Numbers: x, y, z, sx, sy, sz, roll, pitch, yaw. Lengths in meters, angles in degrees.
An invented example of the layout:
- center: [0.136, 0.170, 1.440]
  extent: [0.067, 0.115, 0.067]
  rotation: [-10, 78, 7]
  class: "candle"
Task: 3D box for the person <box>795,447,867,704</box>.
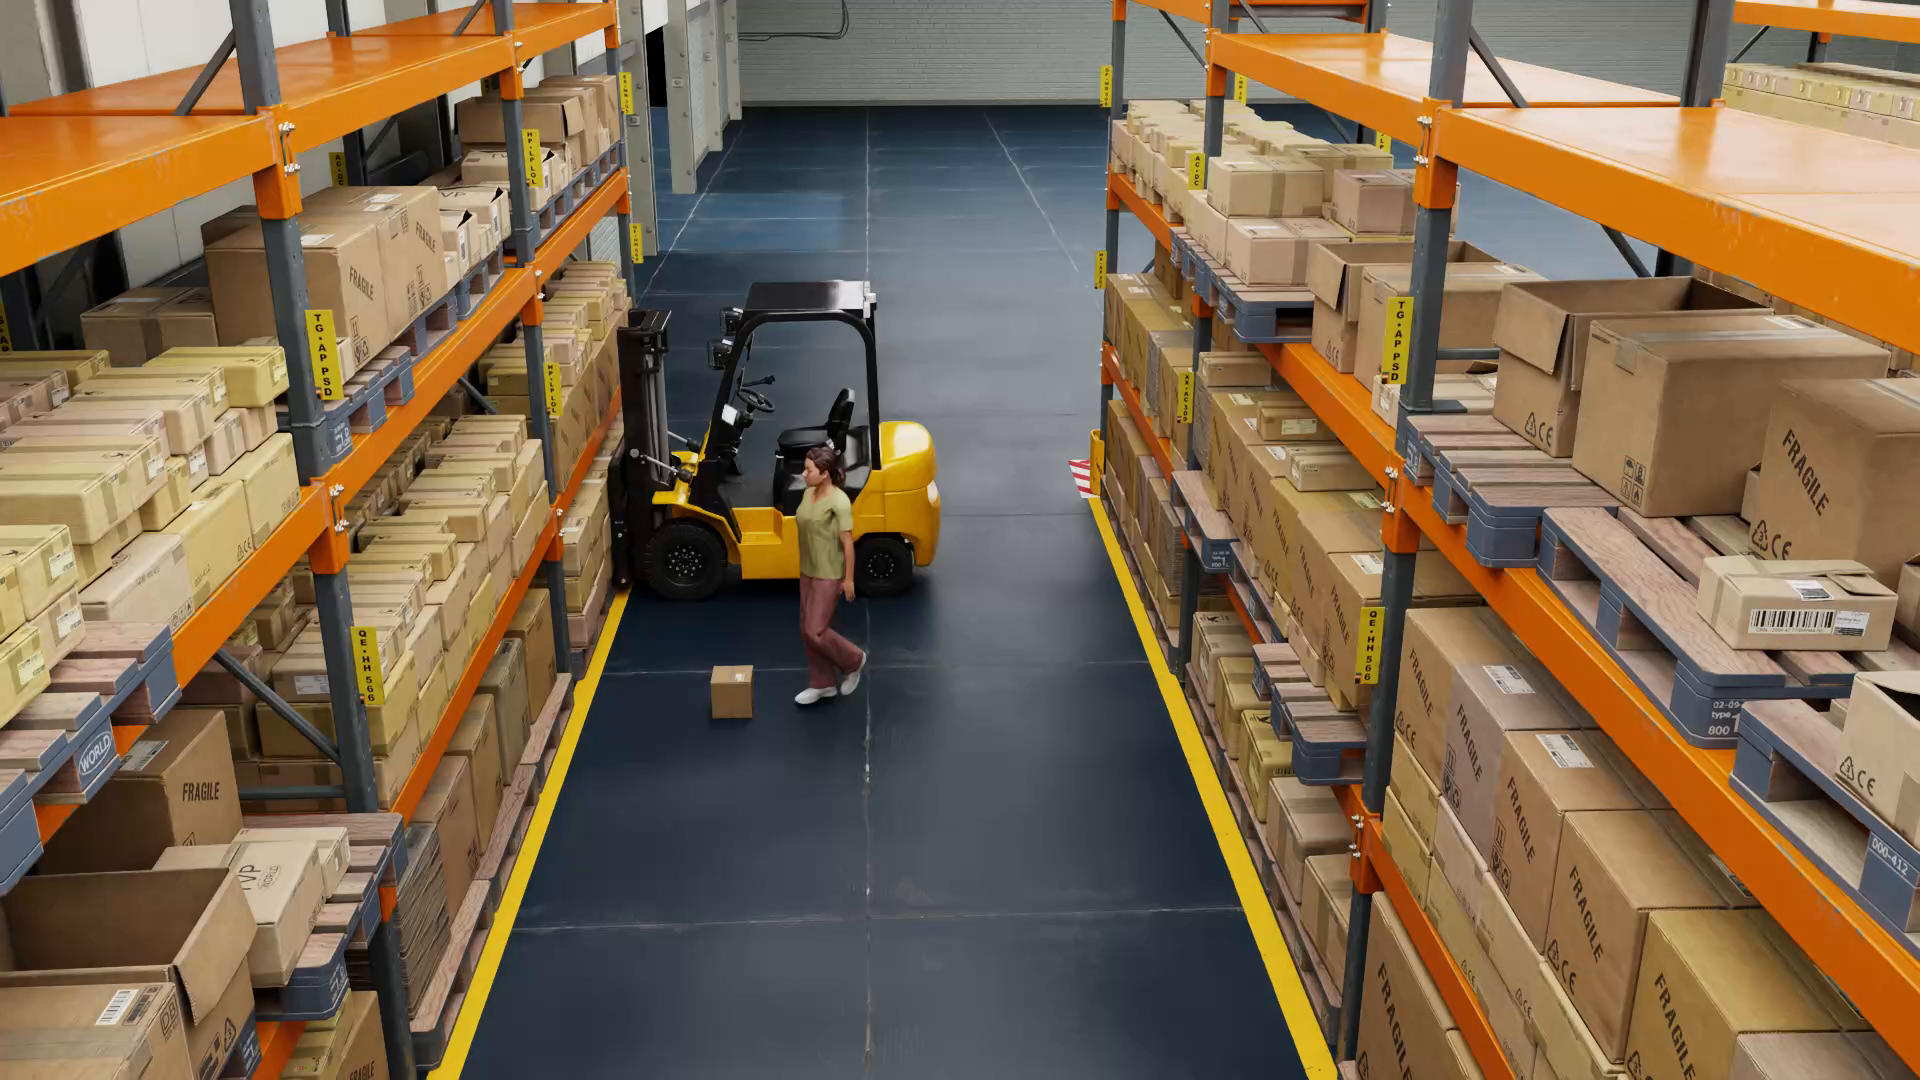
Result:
- center: [-0.860, 0.218, 10.447]
  extent: [0.486, 1.664, 0.487]
  rotation: [-16, 26, -36]
  class: "person"
